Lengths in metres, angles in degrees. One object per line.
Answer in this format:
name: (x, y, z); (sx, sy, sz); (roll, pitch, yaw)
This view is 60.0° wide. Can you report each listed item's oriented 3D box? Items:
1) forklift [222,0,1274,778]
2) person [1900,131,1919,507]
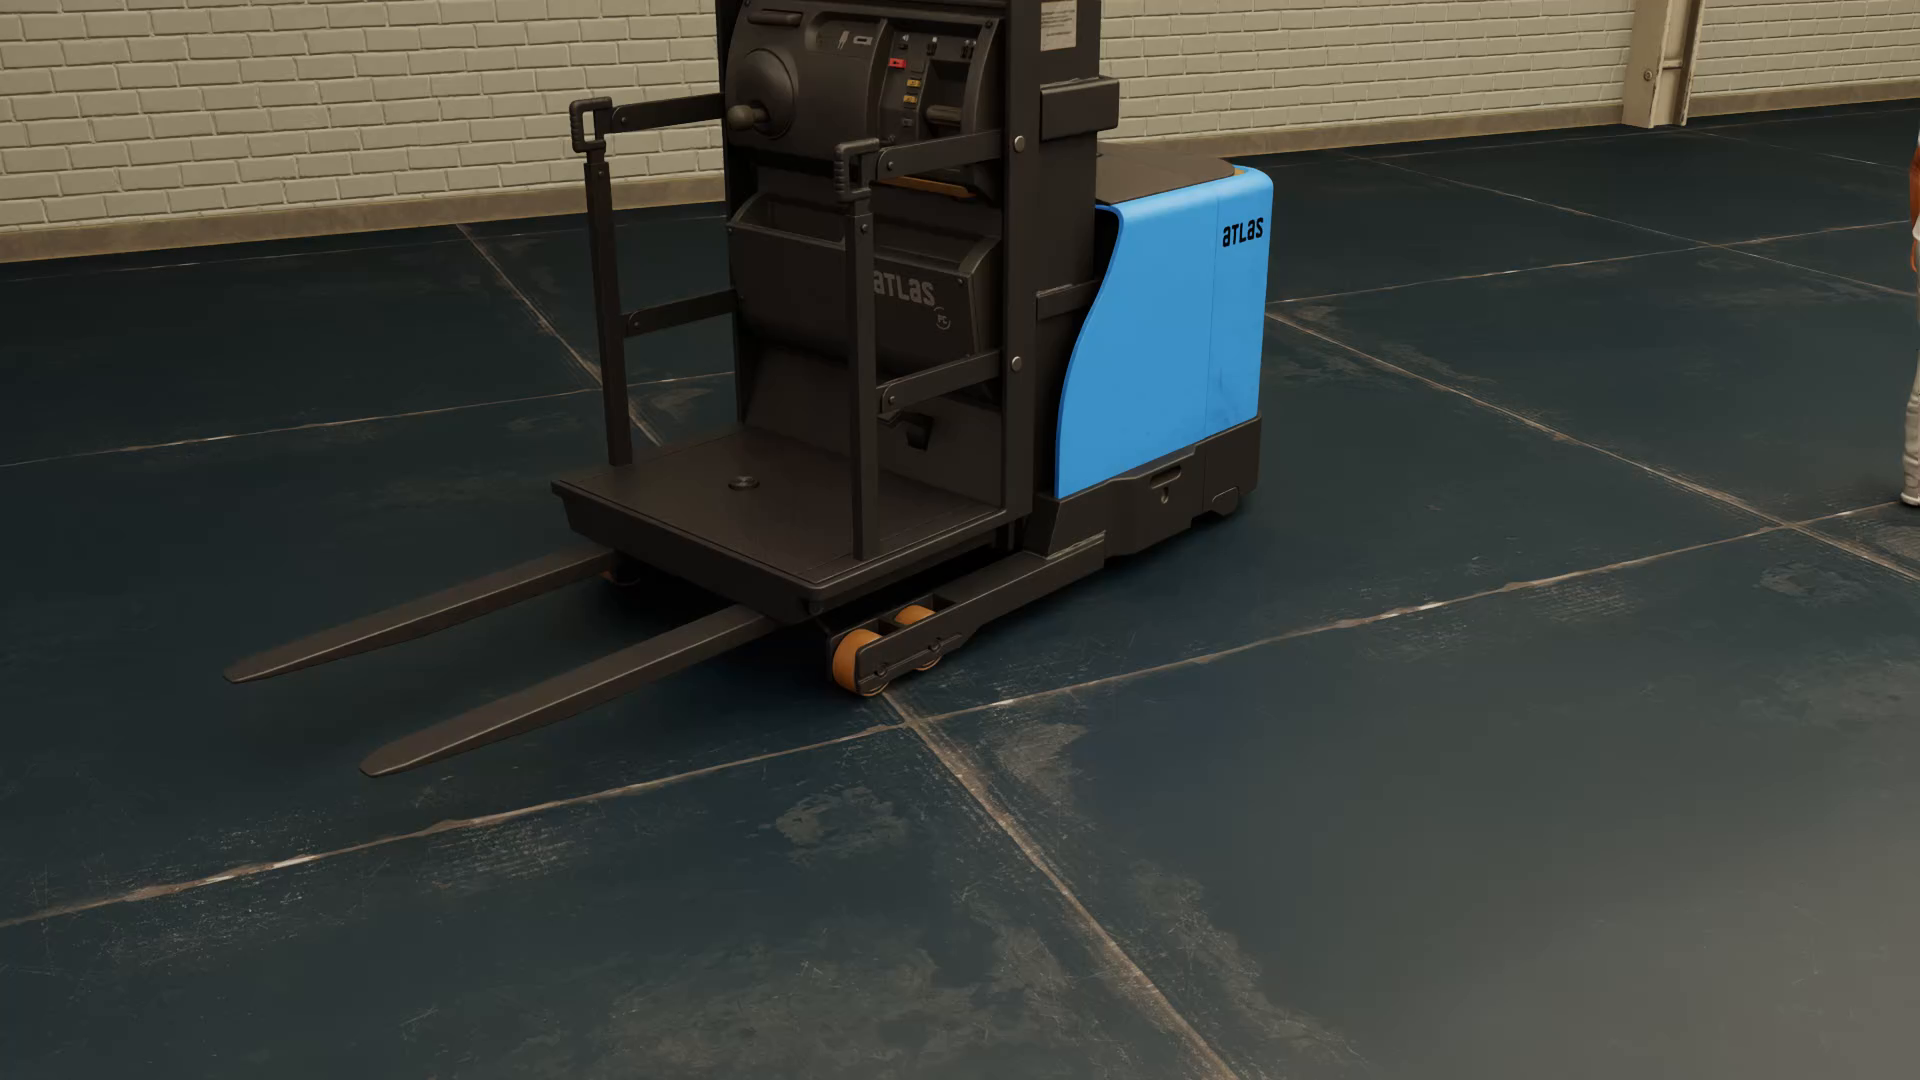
forklift: (-0.413, -1.182, 4.131); (1.130, 2.935, 3.031); (19, 29, 39)
person: (3.173, -0.870, 5.030); (0.503, 1.679, 0.573); (-13, 26, -28)
